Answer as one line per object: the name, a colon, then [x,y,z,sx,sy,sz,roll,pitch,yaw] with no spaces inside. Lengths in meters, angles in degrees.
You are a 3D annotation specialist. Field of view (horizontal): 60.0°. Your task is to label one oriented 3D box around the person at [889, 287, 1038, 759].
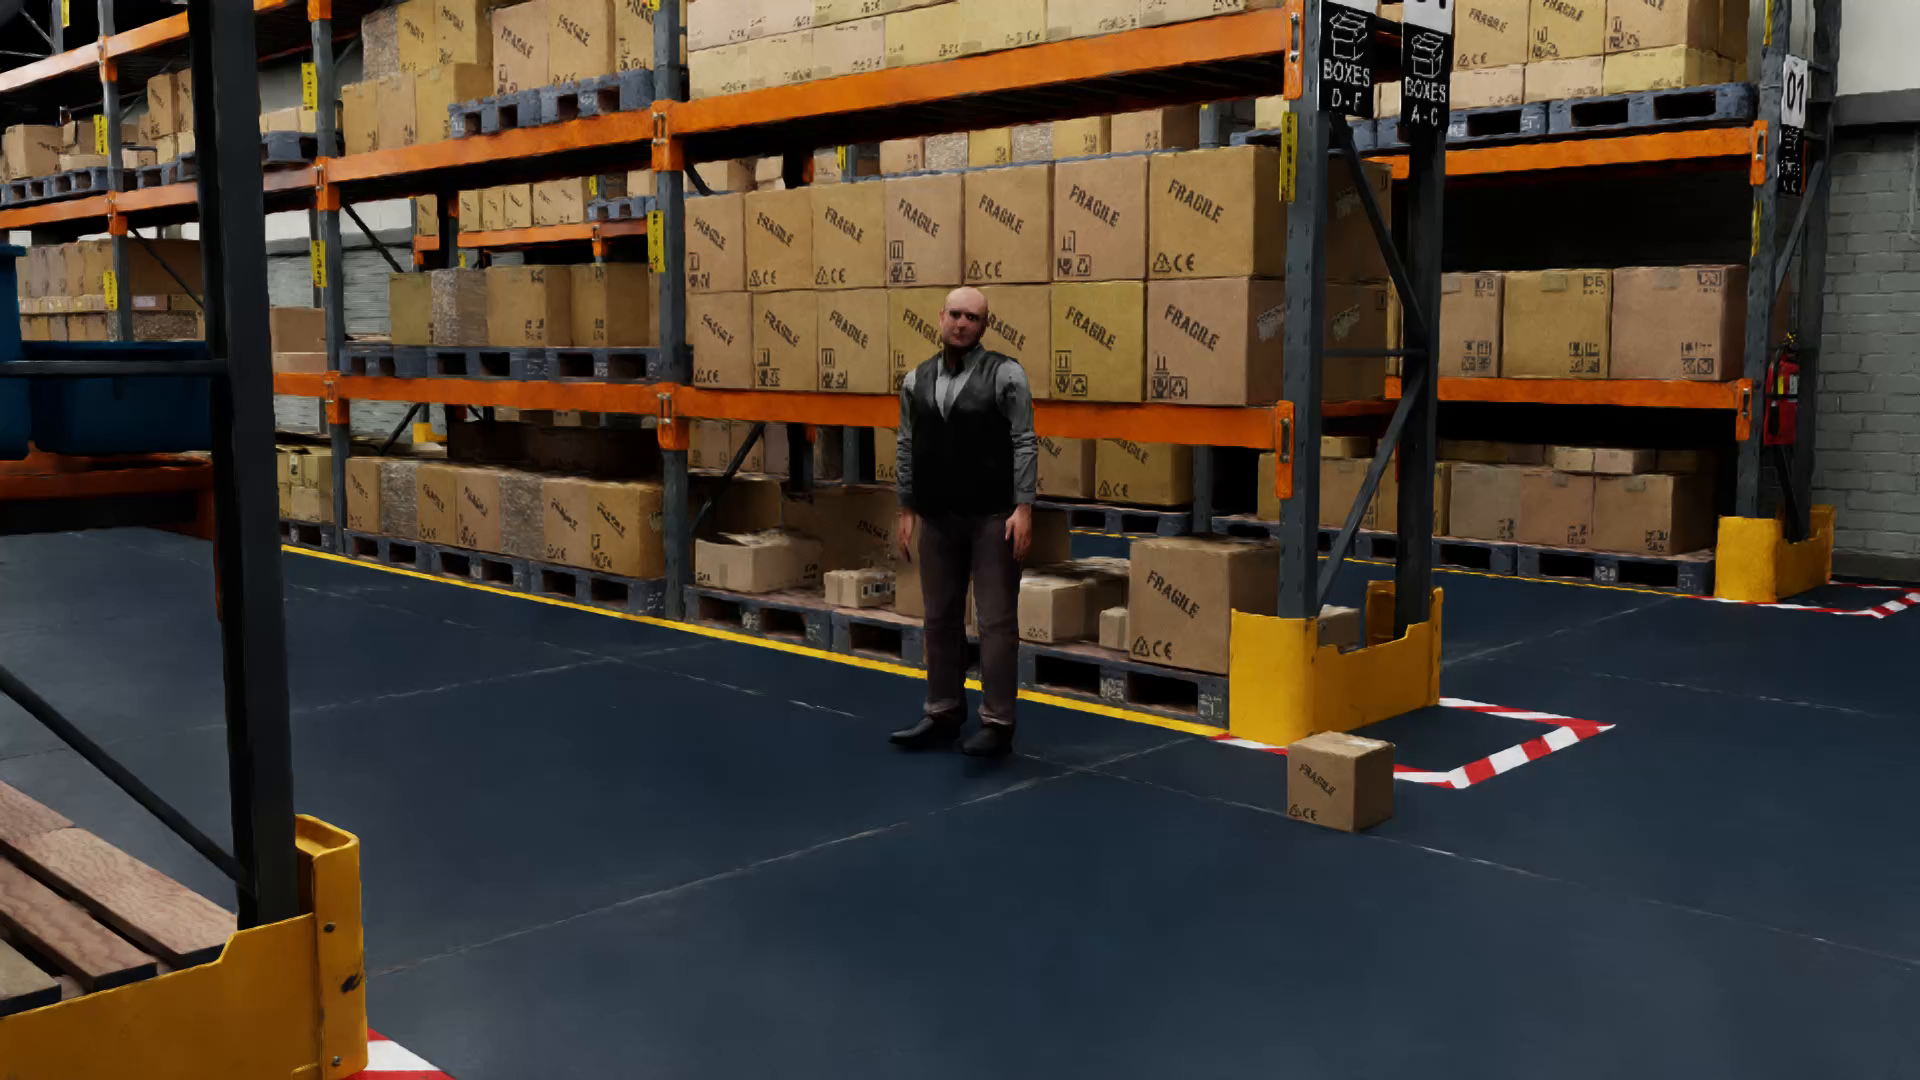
person: [-0.003,-0.064,6.150,0.588,1.730,0.470,3,8,26]
